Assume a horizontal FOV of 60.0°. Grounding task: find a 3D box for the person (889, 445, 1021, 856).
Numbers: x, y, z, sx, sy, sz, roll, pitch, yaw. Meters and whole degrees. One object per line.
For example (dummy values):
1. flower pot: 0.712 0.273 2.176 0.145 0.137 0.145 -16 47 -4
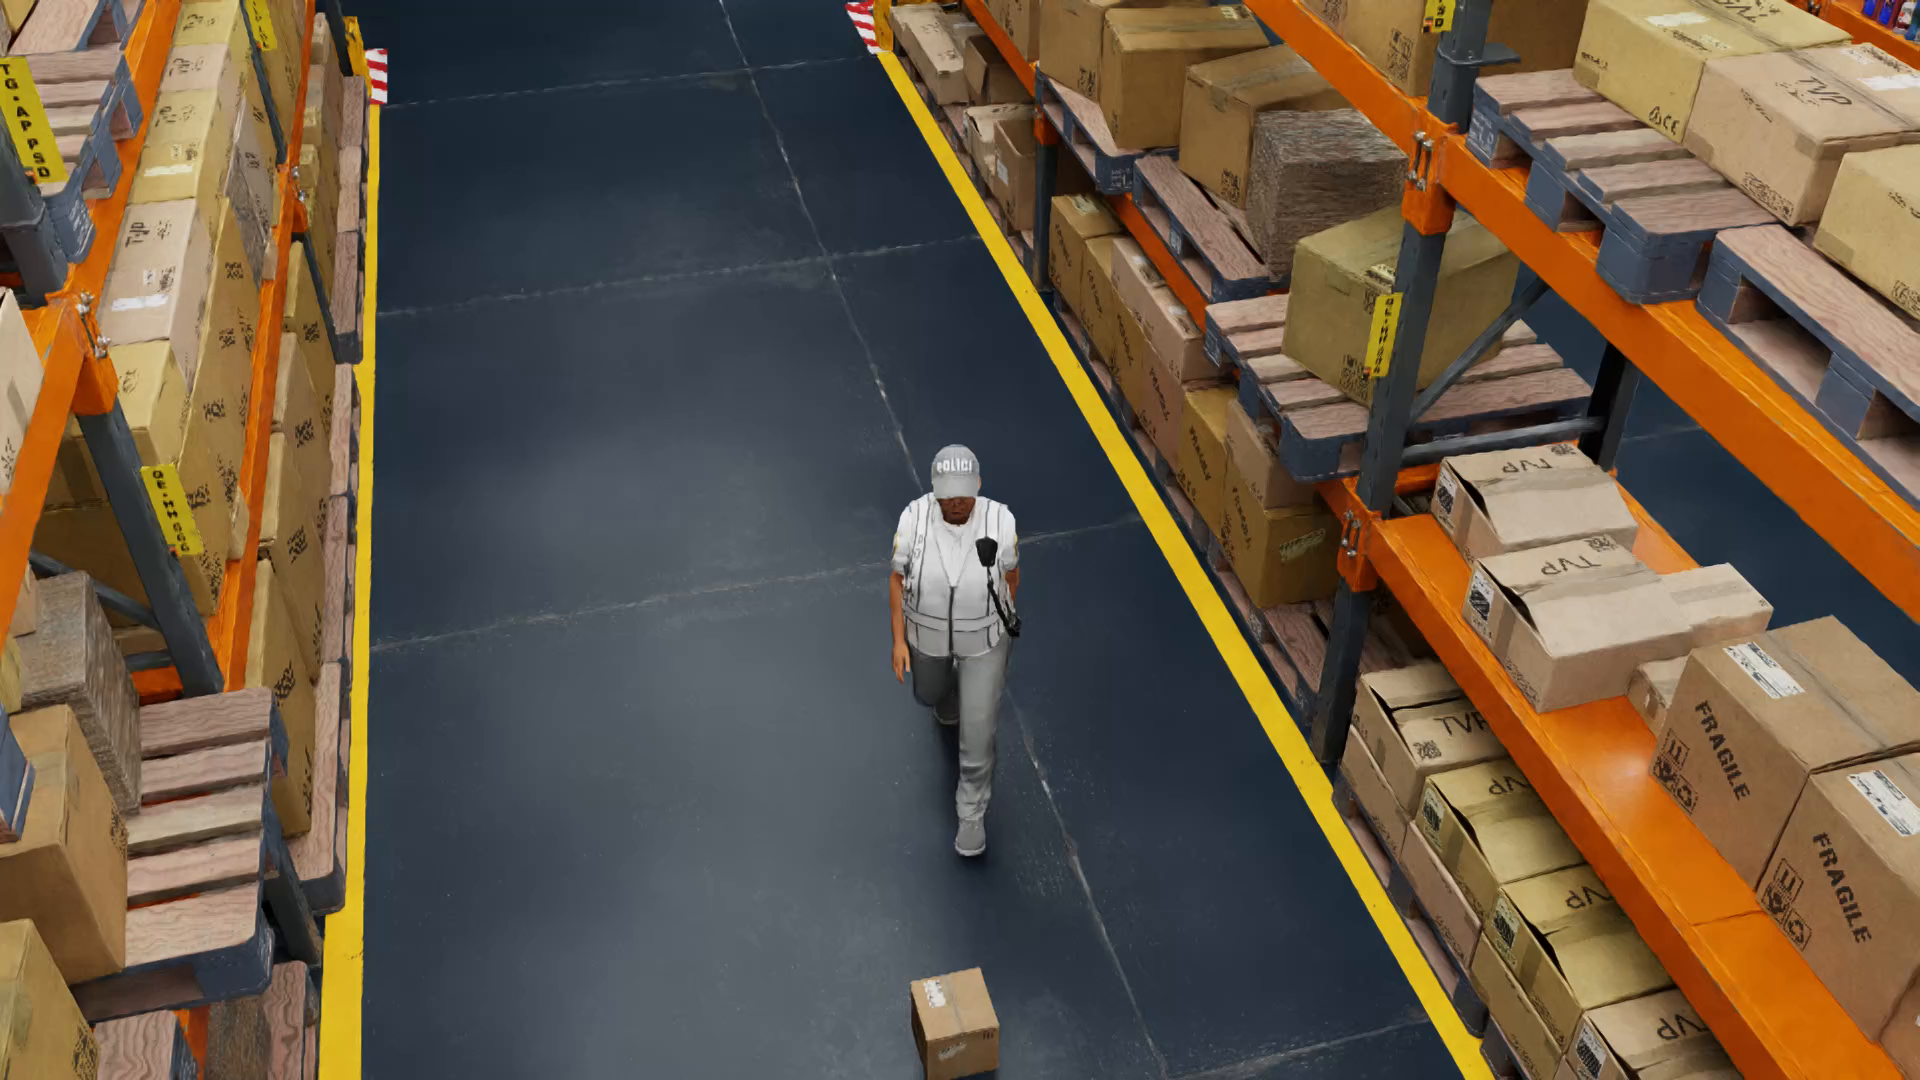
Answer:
1. person: -0.015 0.327 6.301 0.491 1.625 0.964 5 39 6
